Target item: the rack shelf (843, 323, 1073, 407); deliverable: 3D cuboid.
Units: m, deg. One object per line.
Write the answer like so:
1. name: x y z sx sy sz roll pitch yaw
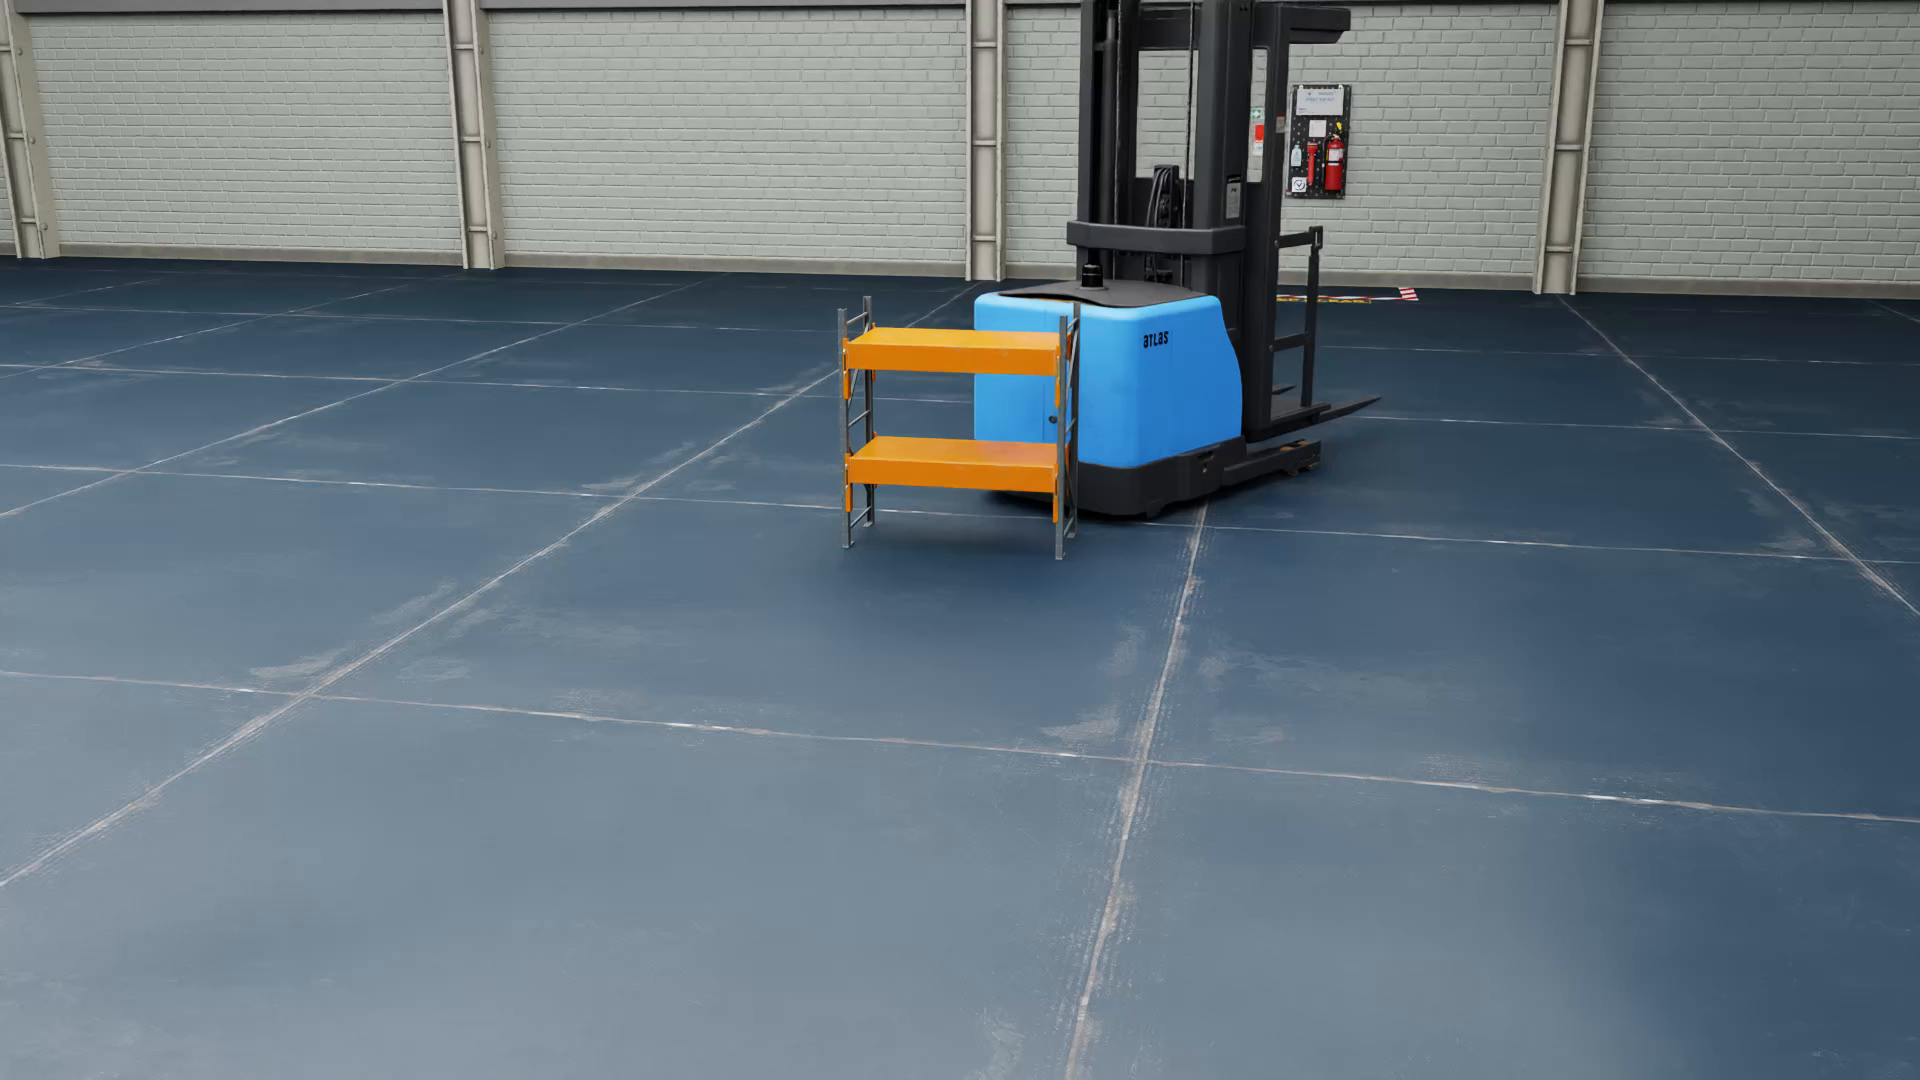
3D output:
1. rack shelf: 0.007 -0.824 7.762 1.000 0.278 0.538 3 16 11

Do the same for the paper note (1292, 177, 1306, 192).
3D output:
1. paper note: 3.591 -3.762 17.604 0.142 0.148 0.016 3 16 11

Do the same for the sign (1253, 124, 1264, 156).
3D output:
1. sign: 3.229 -4.232 17.586 0.234 0.329 0.001 3 16 11

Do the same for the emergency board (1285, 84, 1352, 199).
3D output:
1. emergency board: 3.750 -4.159 17.387 0.643 1.169 0.194 3 16 11

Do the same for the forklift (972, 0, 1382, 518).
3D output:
1. forklift: 1.399 -1.847 9.170 1.130 2.935 3.031 13 20 39

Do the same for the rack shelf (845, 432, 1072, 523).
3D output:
1. rack shelf: 0.007 -0.306 7.906 1.000 0.278 0.538 3 16 11

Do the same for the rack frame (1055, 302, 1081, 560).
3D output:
1. rack frame: 0.505 -0.515 7.743 0.032 1.125 0.500 3 16 11

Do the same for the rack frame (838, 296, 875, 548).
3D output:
1. rack frame: -0.492 -0.569 7.938 0.032 1.125 0.500 3 16 11

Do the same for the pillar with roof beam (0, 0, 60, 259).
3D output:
1. pillar with roof beam: -12.332 -6.740 15.467 0.400 9.000 9.100 3 16 11

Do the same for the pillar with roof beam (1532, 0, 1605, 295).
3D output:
1. pillar with roof beam: 5.307 -5.782 12.010 0.400 9.000 9.100 3 16 11

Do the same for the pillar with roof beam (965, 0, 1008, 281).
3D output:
1. pillar with roof beam: -0.573 -6.102 13.162 0.400 9.000 9.100 3 16 11

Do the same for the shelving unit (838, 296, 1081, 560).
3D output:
1. shelving unit: 0.007 -0.542 7.841 1.048 1.125 0.538 3 16 11

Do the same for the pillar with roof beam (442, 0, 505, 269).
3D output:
1. pillar with roof beam: -6.453 -6.421 14.314 0.400 9.000 9.100 3 16 11

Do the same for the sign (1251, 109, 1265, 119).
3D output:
1. sign: 3.232 -4.485 17.506 0.331 0.109 0.001 3 16 11
